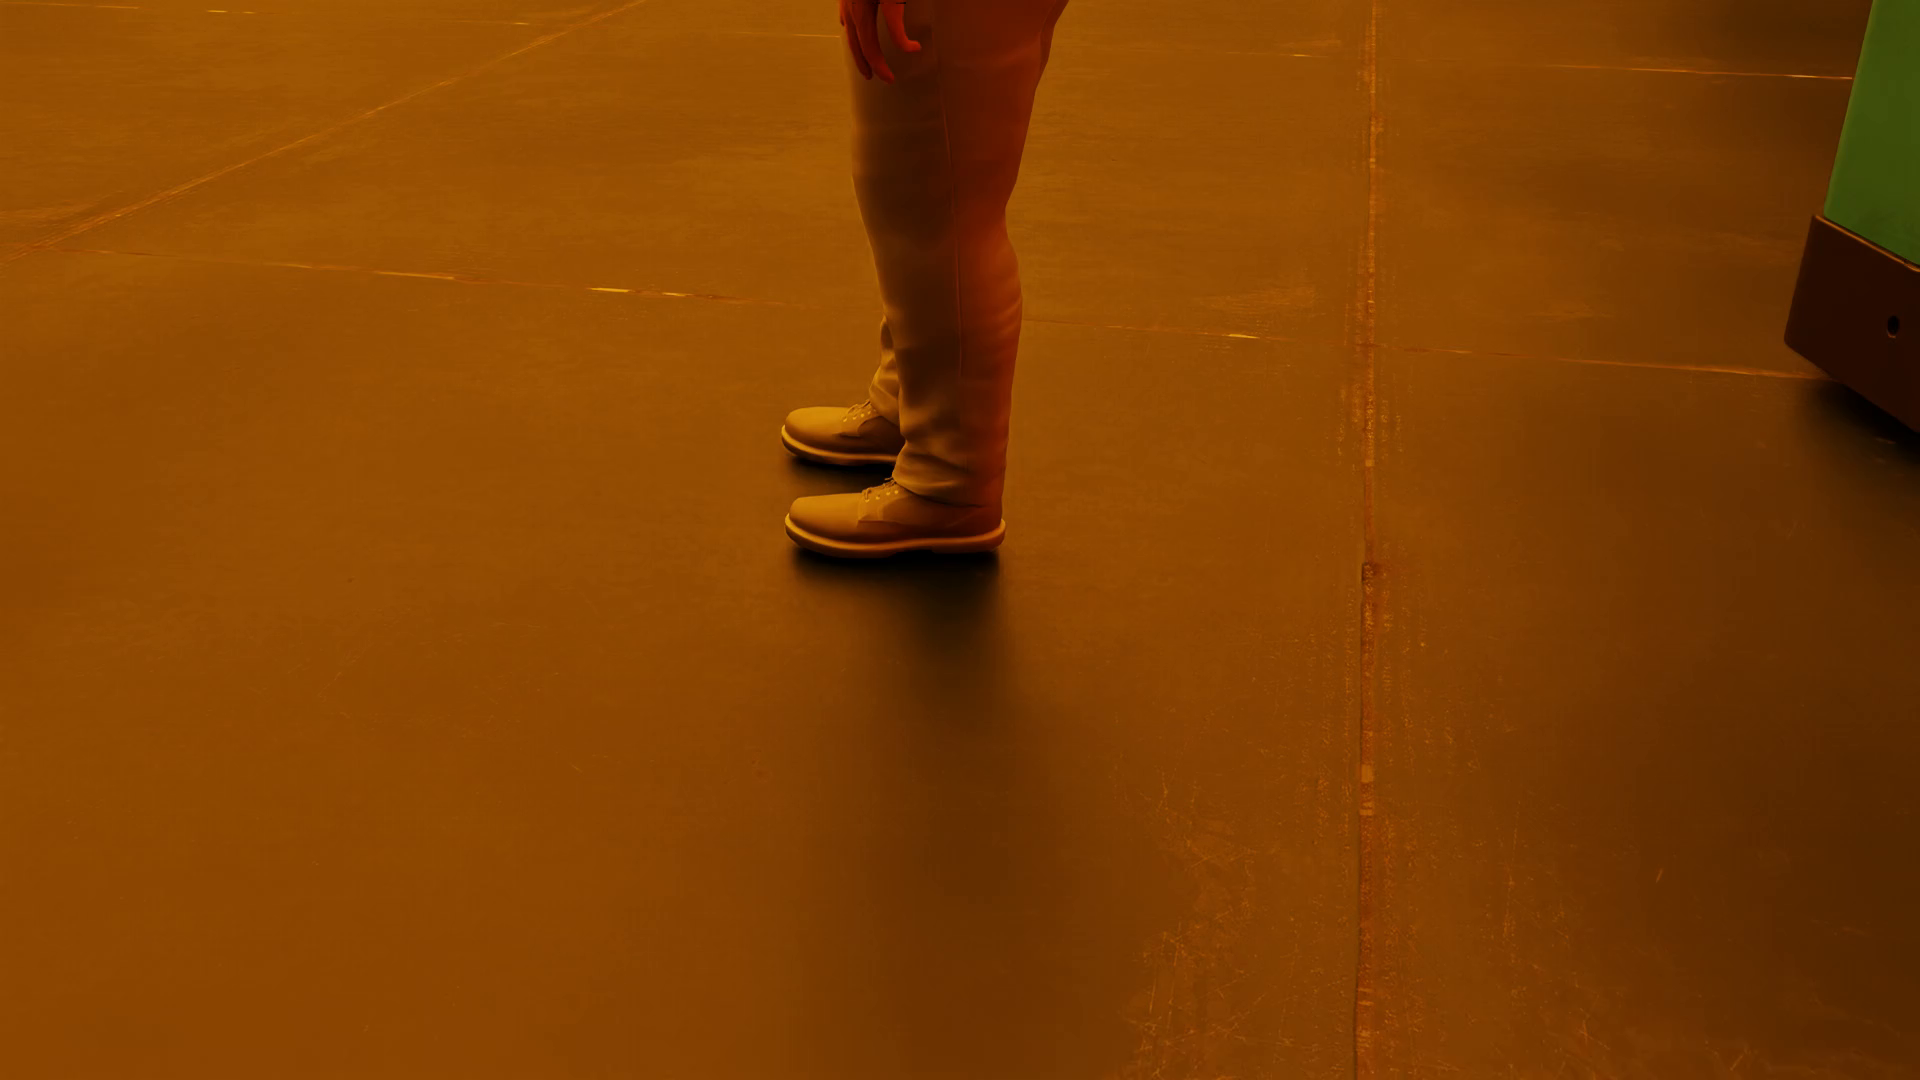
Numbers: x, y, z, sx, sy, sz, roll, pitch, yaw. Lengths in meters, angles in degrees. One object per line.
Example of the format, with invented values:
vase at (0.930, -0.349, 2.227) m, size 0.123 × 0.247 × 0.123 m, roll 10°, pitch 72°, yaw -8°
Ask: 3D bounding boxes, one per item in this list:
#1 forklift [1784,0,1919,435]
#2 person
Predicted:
forklift at (3.055, -1.454, 2.127) m, size 3.031 × 2.935 × 1.130 m, roll -2°, pitch 27°, yaw -4°
person at (-0.074, -0.816, 2.120) m, size 0.574 × 1.781 × 0.641 m, roll 6°, pitch 27°, yaw 11°
